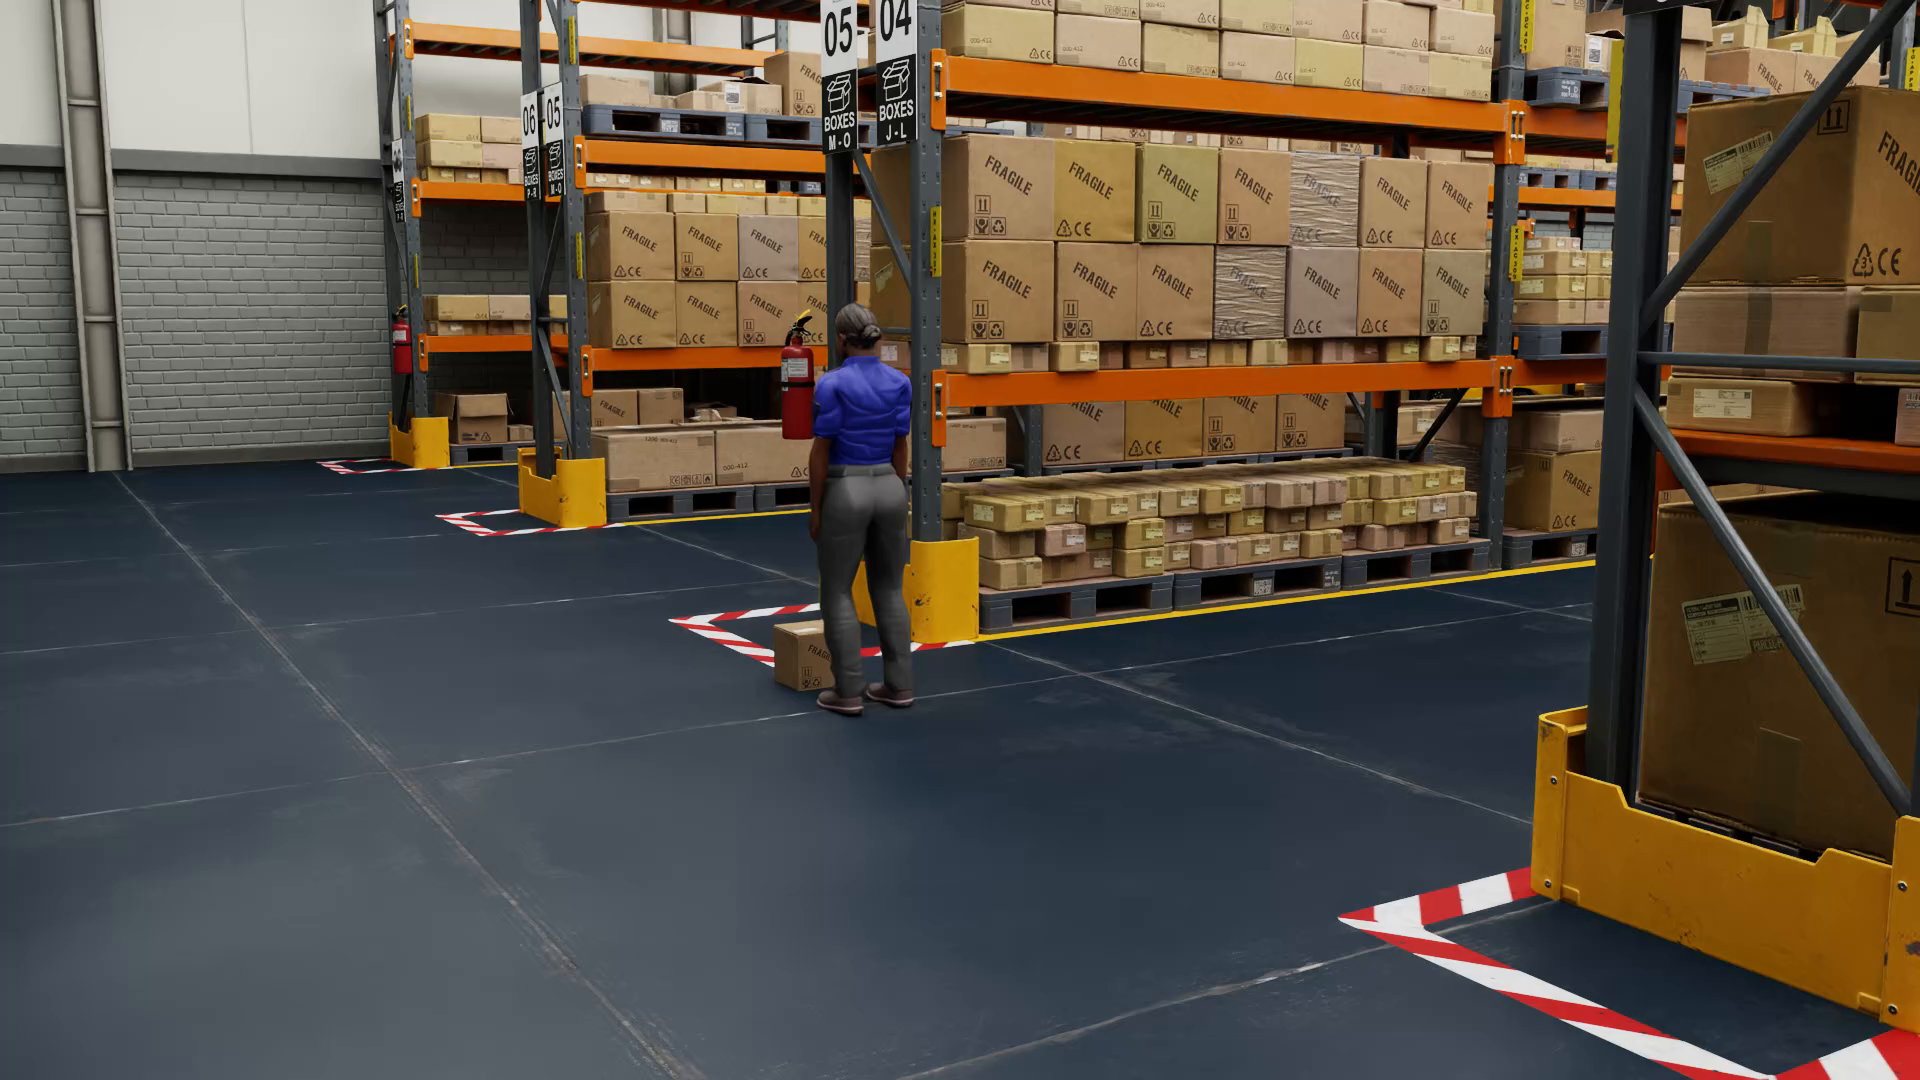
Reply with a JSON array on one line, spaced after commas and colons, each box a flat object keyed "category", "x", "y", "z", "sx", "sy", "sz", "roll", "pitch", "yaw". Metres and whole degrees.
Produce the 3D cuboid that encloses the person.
[{"category": "person", "x": -0.410, "y": -0.128, "z": 6.756, "sx": 0.429, "sy": 1.653, "sz": 0.305, "roll": -5, "pitch": 10, "yaw": -30}]
